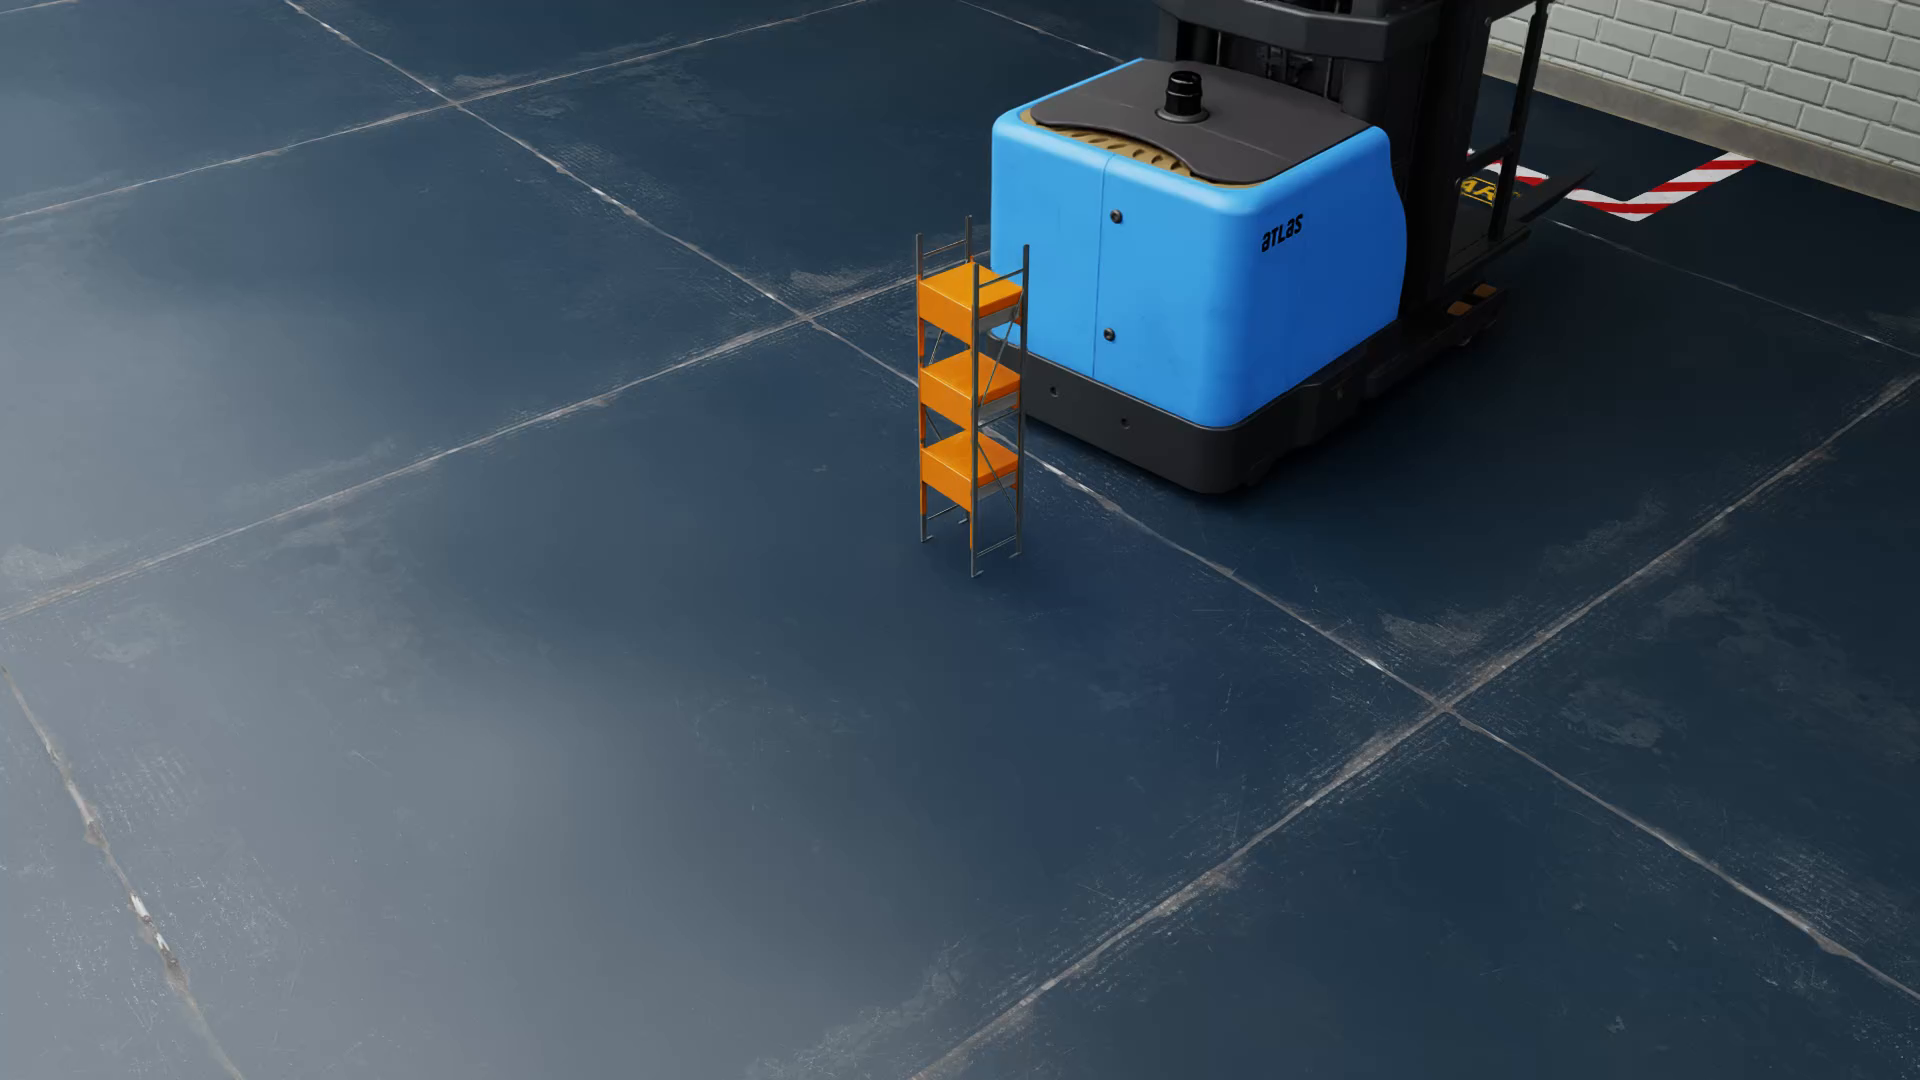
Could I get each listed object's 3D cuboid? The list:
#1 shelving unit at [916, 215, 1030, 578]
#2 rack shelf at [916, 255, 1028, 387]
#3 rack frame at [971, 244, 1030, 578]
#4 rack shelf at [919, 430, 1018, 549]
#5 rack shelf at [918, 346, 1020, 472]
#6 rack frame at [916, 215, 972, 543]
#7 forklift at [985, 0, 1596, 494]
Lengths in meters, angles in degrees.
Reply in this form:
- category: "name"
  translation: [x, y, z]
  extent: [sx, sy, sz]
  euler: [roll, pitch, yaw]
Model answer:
- category: "shelving unit"
  translation: [0.035, -0.405, 4.913]
  extent: [0.215, 1.050, 0.252]
  euler: [-26, 43, -32]
- category: "rack shelf"
  translation: [0.035, -0.628, 4.755]
  extent: [0.215, 0.259, 0.240]
  euler: [-26, 43, -32]
- category: "rack frame"
  translation: [0.113, -0.351, 4.837]
  extent: [0.200, 1.050, 0.008]
  euler: [-26, 43, -32]
- category: "rack shelf"
  translation: [0.035, -0.169, 5.080]
  extent: [0.215, 0.259, 0.240]
  euler: [-26, 43, -32]
- category: "rack shelf"
  translation: [0.035, -0.396, 4.919]
  extent: [0.215, 0.259, 0.240]
  euler: [-26, 43, -32]
- category: "rack frame"
  translation: [-0.044, -0.459, 4.989]
  extent: [0.200, 1.050, 0.008]
  euler: [-26, 43, -32]
- category: "forklift"
  translation: [1.457, -2.108, 5.690]
  extent: [1.130, 2.935, 3.031]
  euler: [28, 44, 34]
